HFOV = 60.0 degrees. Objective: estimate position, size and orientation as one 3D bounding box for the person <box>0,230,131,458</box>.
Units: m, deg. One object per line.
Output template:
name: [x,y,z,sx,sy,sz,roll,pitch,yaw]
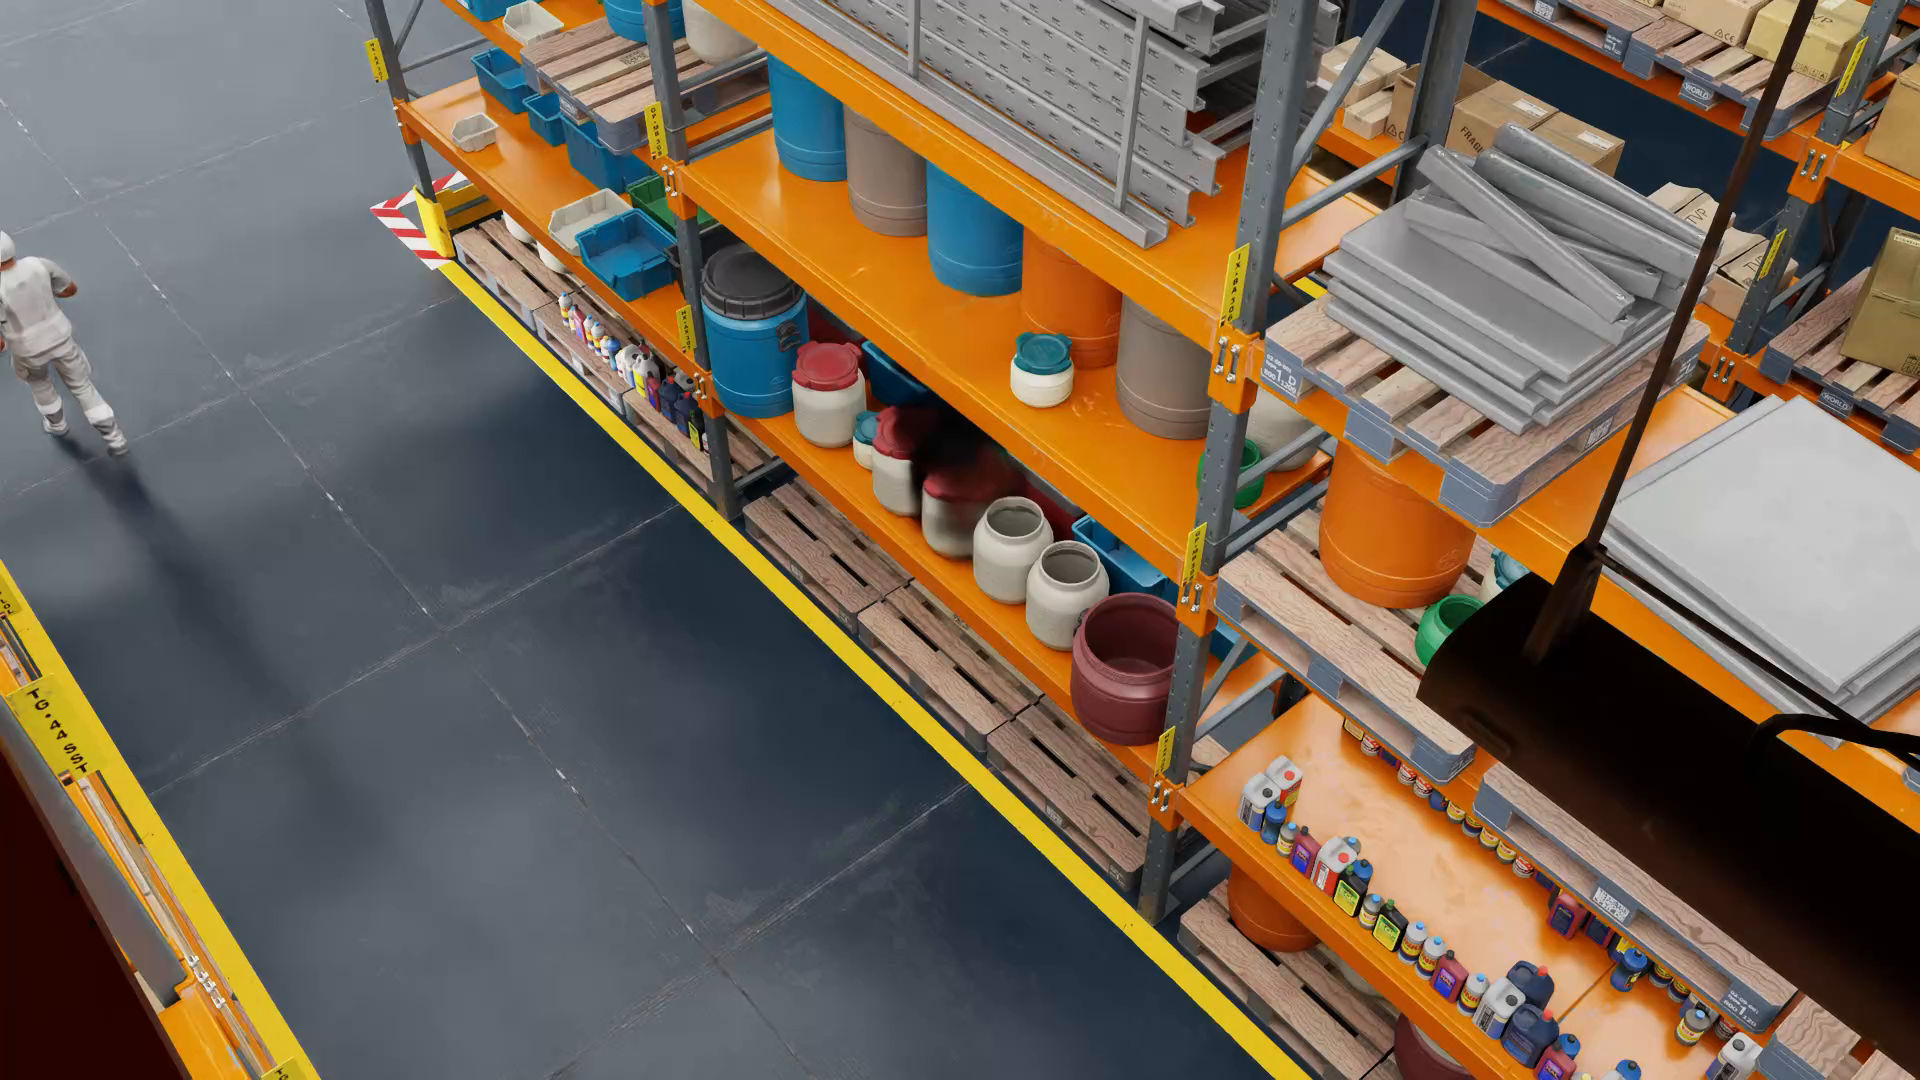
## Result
person: [-6.015,-1.296,10.922,0.656,1.800,0.905,-35,56,-29]
